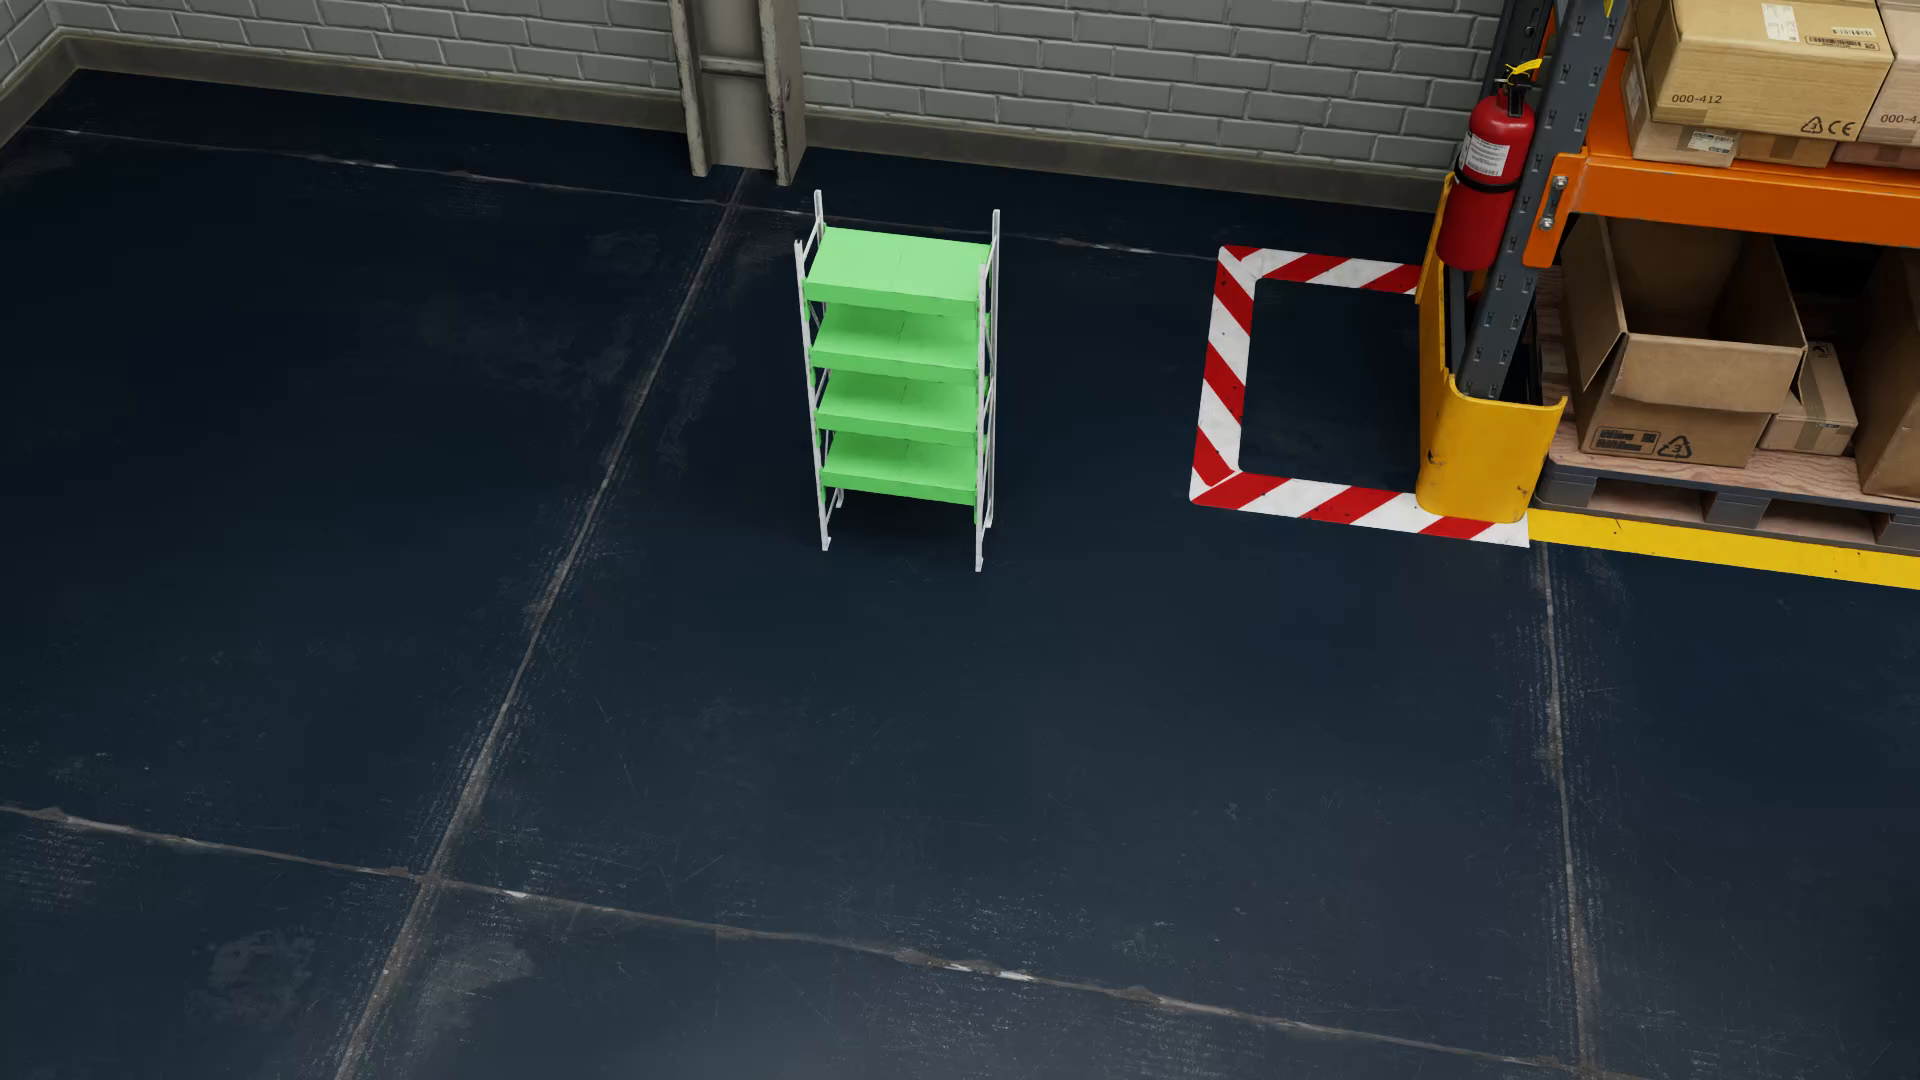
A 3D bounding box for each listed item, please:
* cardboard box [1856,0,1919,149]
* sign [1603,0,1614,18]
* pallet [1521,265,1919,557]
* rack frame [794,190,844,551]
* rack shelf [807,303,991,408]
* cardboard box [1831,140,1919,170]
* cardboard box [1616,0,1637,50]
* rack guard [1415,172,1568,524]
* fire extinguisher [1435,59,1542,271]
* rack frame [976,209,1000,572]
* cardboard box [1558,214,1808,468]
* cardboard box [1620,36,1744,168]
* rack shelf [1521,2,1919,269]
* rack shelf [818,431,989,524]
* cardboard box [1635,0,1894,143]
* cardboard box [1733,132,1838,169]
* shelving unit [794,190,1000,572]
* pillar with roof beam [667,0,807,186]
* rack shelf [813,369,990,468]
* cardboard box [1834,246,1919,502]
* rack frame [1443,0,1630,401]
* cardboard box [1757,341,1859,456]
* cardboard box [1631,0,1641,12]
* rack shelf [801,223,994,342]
[{"bbox_3d":[2.555,-1.232,4.242,0.500,0.250,0.500,8,49,7],"label":"cardboard box"},{"bbox_3d":[1.564,-1.399,3.908,0.005,0.325,0.100,8,49,7],"label":"sign"},{"bbox_3d":[2.520,-0.460,5.522,1.213,0.211,1.003,8,49,7],"label":"pallet"},{"bbox_3d":[-0.403,-0.455,4.852,0.015,1.200,0.240,8,49,7],"label":"rack frame"},{"bbox_3d":[-0.163,-0.541,4.692,0.480,0.148,0.258,8,49,7],"label":"rack shelf"},{"bbox_3d":[2.458,-1.169,4.453,0.250,0.149,0.380,7,48,6],"label":"cardboard box"},{"bbox_3d":[2.034,-1.575,4.818,0.250,0.149,0.380,7,48,6],"label":"cardboard box"},{"bbox_3d":[1.735,-0.661,5.508,0.348,0.500,1.175,8,49,7],"label":"rack guard"},{"bbox_3d":[1.434,-1.037,4.468,0.183,0.674,0.296,8,49,7],"label":"fire extinguisher"},{"bbox_3d":[0.077,-0.391,4.794,0.015,1.200,0.240,8,49,7],"label":"rack frame"},{"bbox_3d":[2.246,-0.663,5.225,0.637,0.503,0.797,6,48,5],"label":"cardboard box"},{"bbox_3d":[1.935,-1.179,4.461,0.250,0.149,0.380,7,48,7],"label":"cardboard box"},{"bbox_3d":[3.629,-1.002,4.617,4.000,0.370,1.077,8,49,7],"label":"rack shelf"},{"bbox_3d":[-0.163,-0.220,5.049,0.480,0.148,0.258,8,49,7],"label":"rack shelf"},{"bbox_3d":[2.059,-1.299,4.301,0.500,0.250,0.500,8,49,7],"label":"cardboard box"},{"bbox_3d":[2.194,-1.179,4.461,0.250,0.149,0.380,9,49,8],"label":"cardboard box"},{"bbox_3d":[-0.163,-0.423,4.823,0.503,1.200,0.258,8,49,7],"label":"shelving unit"},{"bbox_3d":[-1.598,-1.377,0.438,0.400,9.000,9.100,8,49,7],"label":"pillar with roof beam"},{"bbox_3d":[-0.163,-0.380,4.871,0.480,0.148,0.258,8,49,7],"label":"rack shelf"},{"bbox_3d":[3.080,-0.520,5.099,0.500,0.500,0.700,9,49,8],"label":"cardboard box"},{"bbox_3d":[1.661,-1.507,4.587,0.127,3.000,1.000,8,49,7],"label":"rack frame"},{"bbox_3d":[2.657,-0.459,5.280,0.250,0.149,0.380,6,48,5],"label":"cardboard box"},{"bbox_3d":[2.160,-1.690,4.652,0.500,0.250,0.500,9,49,8],"label":"cardboard box"},{"bbox_3d":[-0.163,-0.701,4.514,0.480,0.148,0.258,8,49,7],"label":"rack shelf"}]
